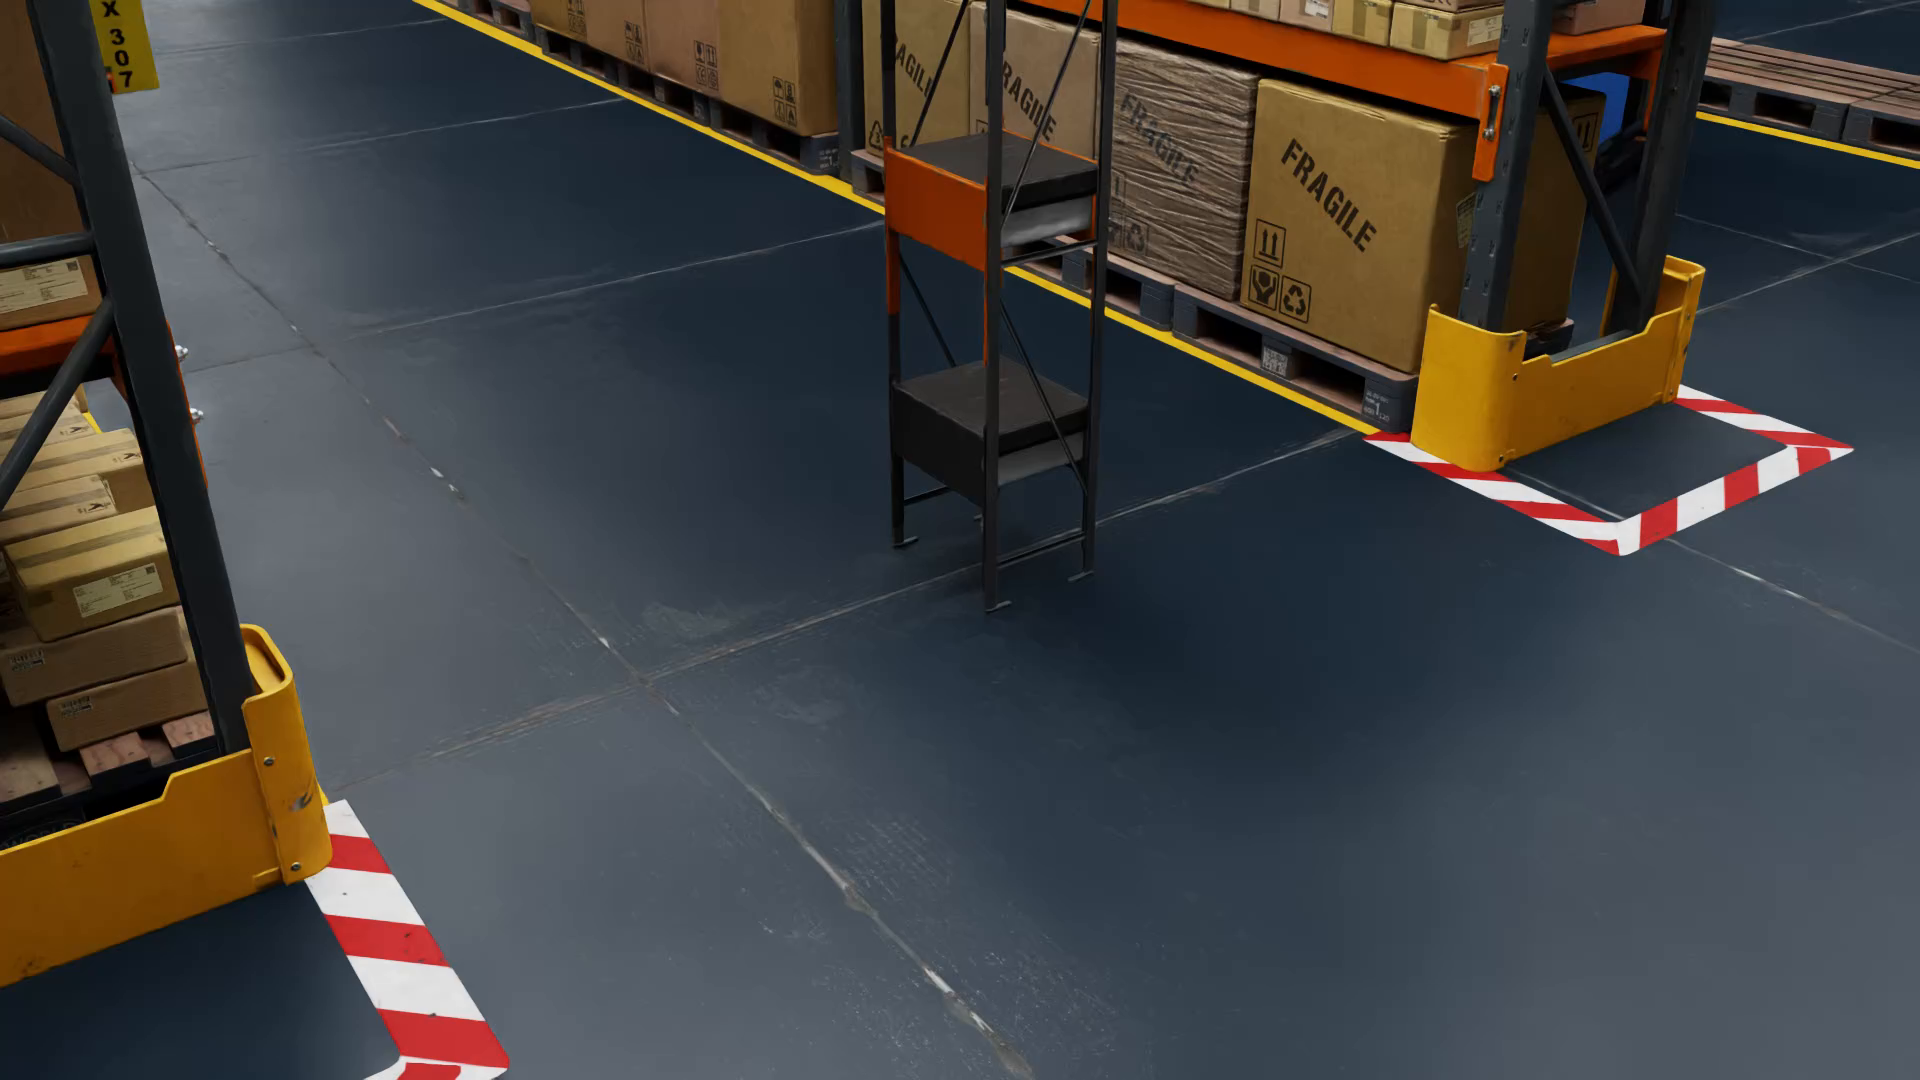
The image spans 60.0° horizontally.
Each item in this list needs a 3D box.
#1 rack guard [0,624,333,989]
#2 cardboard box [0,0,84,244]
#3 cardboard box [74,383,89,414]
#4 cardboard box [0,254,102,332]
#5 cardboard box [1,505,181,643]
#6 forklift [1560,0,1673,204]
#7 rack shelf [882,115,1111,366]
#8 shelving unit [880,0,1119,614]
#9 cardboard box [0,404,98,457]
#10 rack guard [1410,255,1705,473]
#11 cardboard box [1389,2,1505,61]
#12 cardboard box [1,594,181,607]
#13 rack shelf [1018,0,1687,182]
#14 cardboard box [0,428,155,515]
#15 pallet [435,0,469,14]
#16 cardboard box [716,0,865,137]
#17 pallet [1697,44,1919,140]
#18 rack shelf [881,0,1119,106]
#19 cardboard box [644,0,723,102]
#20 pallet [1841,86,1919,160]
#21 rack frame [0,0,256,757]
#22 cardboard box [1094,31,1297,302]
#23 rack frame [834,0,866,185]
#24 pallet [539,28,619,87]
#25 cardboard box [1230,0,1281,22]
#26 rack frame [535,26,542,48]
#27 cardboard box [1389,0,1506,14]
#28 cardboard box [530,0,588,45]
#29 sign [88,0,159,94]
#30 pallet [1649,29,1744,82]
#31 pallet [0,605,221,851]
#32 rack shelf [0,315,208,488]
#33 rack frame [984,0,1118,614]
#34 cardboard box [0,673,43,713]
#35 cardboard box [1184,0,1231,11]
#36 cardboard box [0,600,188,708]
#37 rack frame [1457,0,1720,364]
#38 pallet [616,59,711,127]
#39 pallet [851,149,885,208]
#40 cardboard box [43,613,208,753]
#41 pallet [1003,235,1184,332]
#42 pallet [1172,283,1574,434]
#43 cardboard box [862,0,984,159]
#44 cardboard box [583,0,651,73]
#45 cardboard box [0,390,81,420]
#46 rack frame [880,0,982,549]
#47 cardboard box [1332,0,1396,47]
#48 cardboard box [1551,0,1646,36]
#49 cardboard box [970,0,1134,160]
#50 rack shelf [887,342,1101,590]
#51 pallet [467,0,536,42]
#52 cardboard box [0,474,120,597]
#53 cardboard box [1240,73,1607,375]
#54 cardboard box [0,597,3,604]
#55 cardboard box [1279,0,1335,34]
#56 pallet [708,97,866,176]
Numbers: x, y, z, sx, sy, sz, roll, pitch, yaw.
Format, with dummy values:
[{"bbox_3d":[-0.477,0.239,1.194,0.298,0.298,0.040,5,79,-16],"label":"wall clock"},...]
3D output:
[{"bbox_3d":[-2.013,0.630,3.566,1.175,0.500,0.348,-19,34,-31],"label":"rack guard"},{"bbox_3d":[-2.005,-0.865,3.283,0.500,0.500,0.500,-17,33,-28],"label":"cardboard box"},{"bbox_3d":[-2.776,-0.436,4.834,0.380,0.149,0.250,-18,33,-30],"label":"cardboard box"},{"bbox_3d":[-1.890,-0.545,3.374,0.380,0.149,0.250,-19,34,-31],"label":"cardboard box"},{"bbox_3d":[-1.996,0.070,3.902,0.380,0.149,0.250,-21,35,-33],"label":"cardboard box"},{"bbox_3d":[3.198,-3.413,8.462,1.130,2.935,3.031,19,34,31],"label":"forklift"},{"bbox_3d":[0.096,-0.846,4.637,0.431,0.518,0.480,-19,34,-31],"label":"rack shelf"},{"bbox_3d":[0.096,-0.858,4.630,0.431,2.100,0.503,-19,34,-31],"label":"shelving unit"},{"bbox_3d":[-2.507,-0.211,4.419,0.380,0.149,0.250,-21,35,-33],"label":"cardboard box"},{"bbox_3d":[2.144,-0.665,5.951,1.175,0.500,0.348,-19,34,-31],"label":"rack guard"},{"bbox_3d":[1.655,-1.710,5.518,0.380,0.149,0.250,-18,33,-30],"label":"cardboard box"},{"bbox_3d":[-2.177,0.102,4.155,0.380,0.149,0.250,-19,34,-31],"label":"cardboard box"},{"bbox_3d":[0.970,-2.234,6.974,1.077,0.370,4.000,-19,34,-31],"label":"rack shelf"},{"bbox_3d":[-2.296,-0.137,4.283,0.380,0.149,0.250,-19,34,-31],"label":"cardboard box"},{"bbox_3d":[-3.666,-4.436,13.196,1.003,0.211,1.213,-19,34,-31],"label":"pallet"},{"bbox_3d":[-0.578,-2.822,9.089,1.225,0.875,0.875,-19,34,-30],"label":"cardboard box"},{"bbox_3d":[5.014,-2.724,10.044,1.003,0.211,1.213,-19,34,-31],"label":"pallet"},{"bbox_3d":[0.096,-1.461,4.303,0.431,0.518,0.480,-19,34,-31],"label":"rack shelf"},{"bbox_3d":[-1.097,-3.169,9.728,1.225,0.875,0.875,-20,34,-32],"label":"cardboard box"},{"bbox_3d":[5.718,-2.250,9.171,1.003,0.211,1.213,-19,34,-31],"label":"pallet"},{"bbox_3d":[-1.969,-0.439,2.915,1.000,3.000,0.127,-19,34,-31],"label":"rack frame"},{"bbox_3d":[1.165,-1.604,6.847,0.875,0.875,0.875,-19,34,-31],"label":"cardboard box"},{"bbox_3d":[-0.190,-3.328,8.234,1.000,3.000,0.127,-19,34,-31],"label":"rack frame"},{"bbox_3d":[-2.115,-3.330,11.160,1.003,0.211,1.213,-19,34,-31],"label":"pallet"},{"bbox_3d":[1.213,-2.006,6.064,0.380,0.149,0.250,-18,33,-30],"label":"cardboard box"},{"bbox_3d":[-2.511,-4.883,11.098,1.000,3.000,0.127,-19,34,-31],"label":"rack frame"},{"bbox_3d":[1.632,-1.952,5.548,0.500,0.250,0.500,-19,34,-31],"label":"cardboard box"},{"bbox_3d":[-2.127,-3.860,11.000,1.225,0.875,0.875,-21,35,-33],"label":"cardboard box"},{"bbox_3d":[-1.527,-0.970,2.985,0.100,0.325,0.005,-19,34,-31],"label":"sign"},{"bbox_3d":[4.302,-3.198,10.918,1.003,0.211,1.213,-19,34,-31],"label":"pallet"},{"bbox_3d":[-2.456,0.431,4.235,1.003,0.211,1.213,-19,34,-31],"label":"pallet"},{"bbox_3d":[-3.129,-0.900,4.519,1.077,0.370,4.000,-19,34,-31],"label":"rack shelf"},{"bbox_3d":[0.238,-0.763,4.456,0.400,2.100,0.015,-19,34,-31],"label":"rack frame"},{"bbox_3d":[-2.231,0.258,4.179,0.380,0.149,0.250,-19,34,-31],"label":"cardboard box"},{"bbox_3d":[1.061,-2.106,6.249,0.380,0.149,0.250,-20,34,-32],"label":"cardboard box"},{"bbox_3d":[-2.064,0.224,3.930,0.380,0.149,0.250,-17,33,-29],"label":"cardboard box"},{"bbox_3d":[2.130,-1.773,5.371,1.000,3.000,0.127,-19,34,-31],"label":"rack frame"},{"bbox_3d":[-1.411,-2.856,10.288,1.003,0.211,1.213,-19,34,-31],"label":"pallet"},{"bbox_3d":[0.187,-1.785,8.316,1.003,0.211,1.213,-19,34,-31],"label":"pallet"},{"bbox_3d":[-2.012,0.337,4.034,0.380,0.149,0.250,-18,33,-30],"label":"cardboard box"},{"bbox_3d":[0.899,-1.310,7.442,1.003,0.211,1.213,-19,34,-31],"label":"pallet"},{"bbox_3d":[1.602,-0.836,6.569,1.003,0.211,1.213,-19,34,-31],"label":"pallet"},{"bbox_3d":[0.127,-2.300,8.128,0.875,0.875,0.875,-19,34,-31],"label":"cardboard box"},{"bbox_3d":[-1.617,-3.511,10.358,1.225,0.875,0.875,-19,34,-30],"label":"cardboard box"},{"bbox_3d":[-2.660,-0.321,4.622,0.380,0.149,0.250,-17,33,-29],"label":"cardboard box"},{"bbox_3d":[-0.046,-0.953,4.805,0.400,2.100,0.015,-19,34,-31],"label":"rack frame"},{"bbox_3d":[1.503,-1.810,5.703,0.380,0.149,0.250,-18,33,-30],"label":"cardboard box"},{"bbox_3d":[2.193,-1.892,5.853,0.380,0.149,0.250,-18,33,-30],"label":"cardboard box"},{"bbox_3d":[0.649,-1.950,7.484,0.875,0.875,0.875,-19,34,-31],"label":"cardboard box"},{"bbox_3d":[0.096,-0.231,4.971,0.431,0.518,0.480,-19,34,-31],"label":"rack shelf"},{"bbox_3d":[-2.963,-3.962,12.323,1.003,0.211,1.213,-19,34,-31],"label":"pallet"},{"bbox_3d":[-2.254,-0.004,4.038,0.380,0.149,0.250,-18,33,-30],"label":"cardboard box"},{"bbox_3d":[1.693,-1.250,6.195,0.875,0.875,0.875,-19,34,-31],"label":"cardboard box"},{"bbox_3d":[-2.391,0.031,4.285,0.380,0.149,0.250,-18,33,-30],"label":"cardboard box"},{"bbox_3d":[1.357,-1.909,5.885,0.380,0.149,0.250,-19,34,-31],"label":"cardboard box"},{"bbox_3d":[-0.699,-2.381,9.414,1.003,0.211,1.213,-19,34,-31],"label":"pallet"}]
